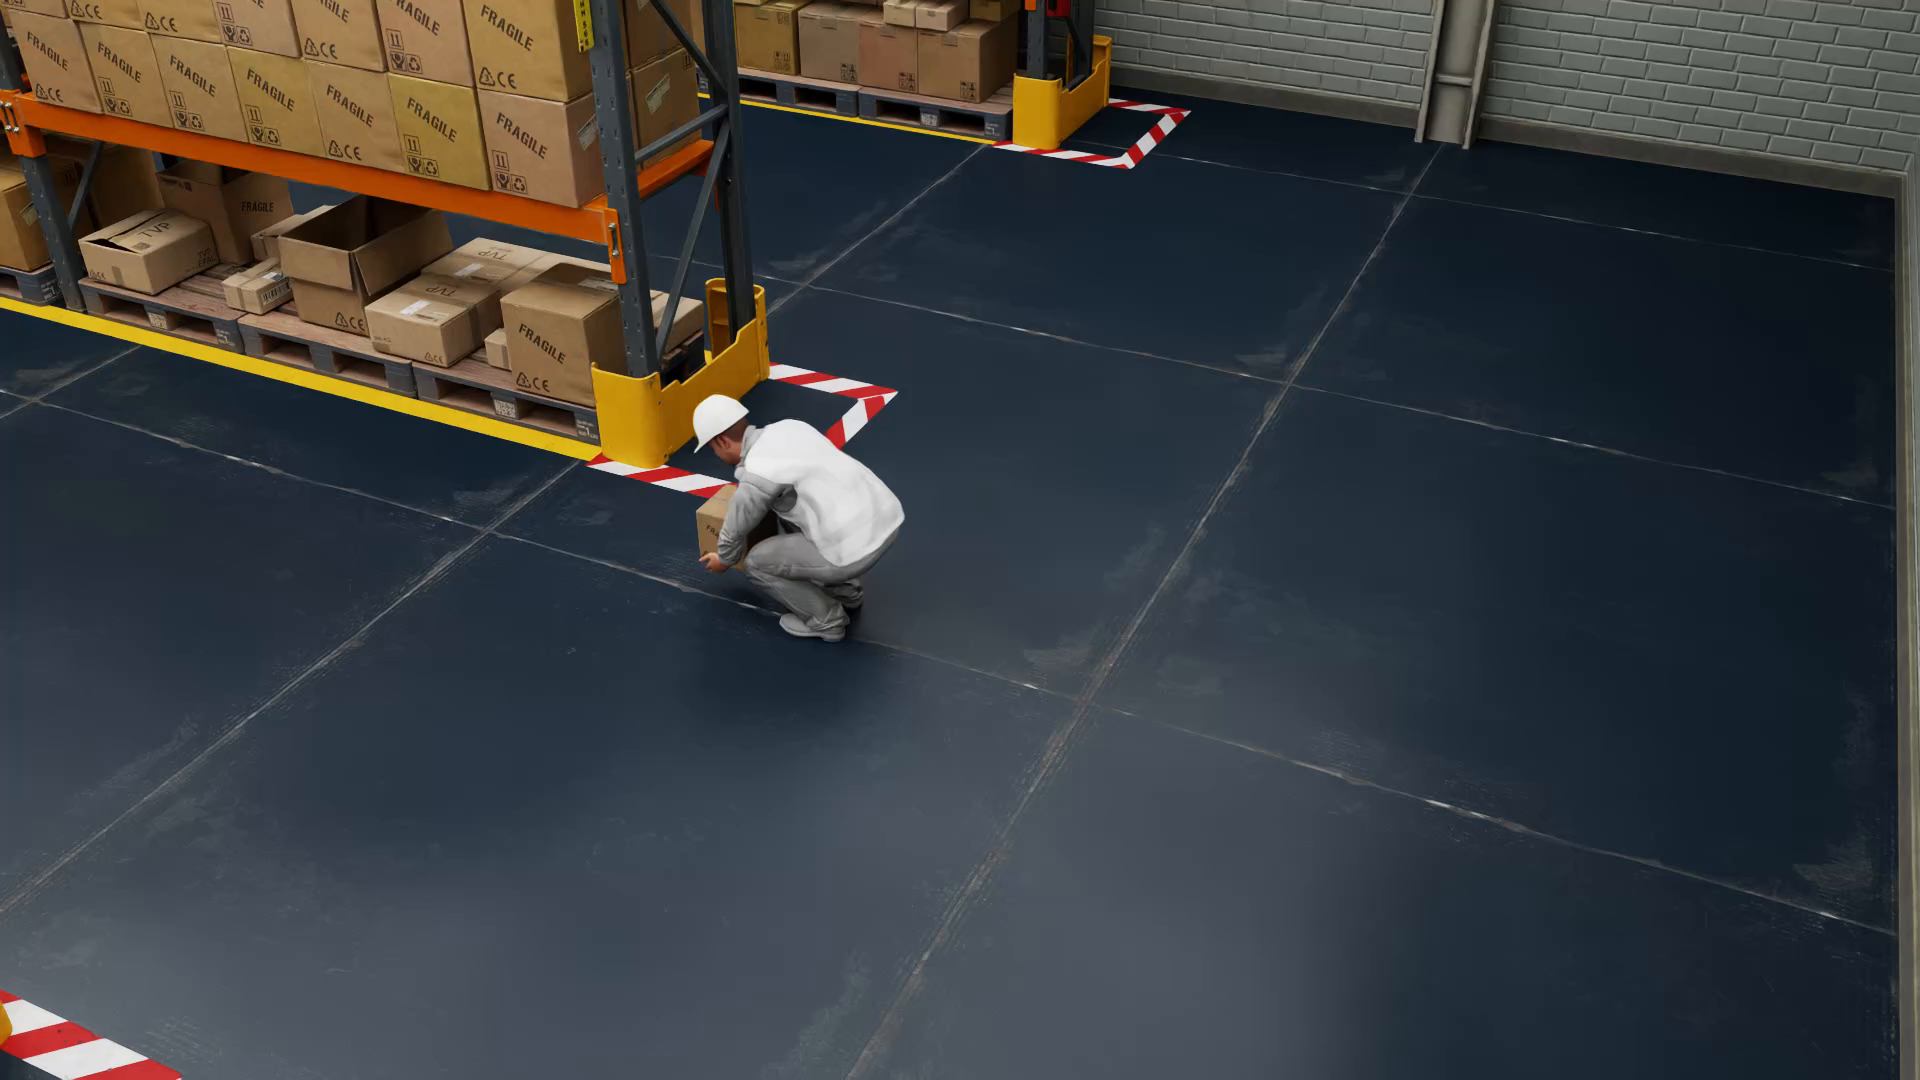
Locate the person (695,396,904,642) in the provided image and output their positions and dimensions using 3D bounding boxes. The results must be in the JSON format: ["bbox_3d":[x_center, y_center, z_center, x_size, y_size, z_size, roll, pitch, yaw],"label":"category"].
[{"bbox_3d":[-0.677,-0.108,6.982,0.851,1.008,0.541,14,36,21],"label":"person"}]
